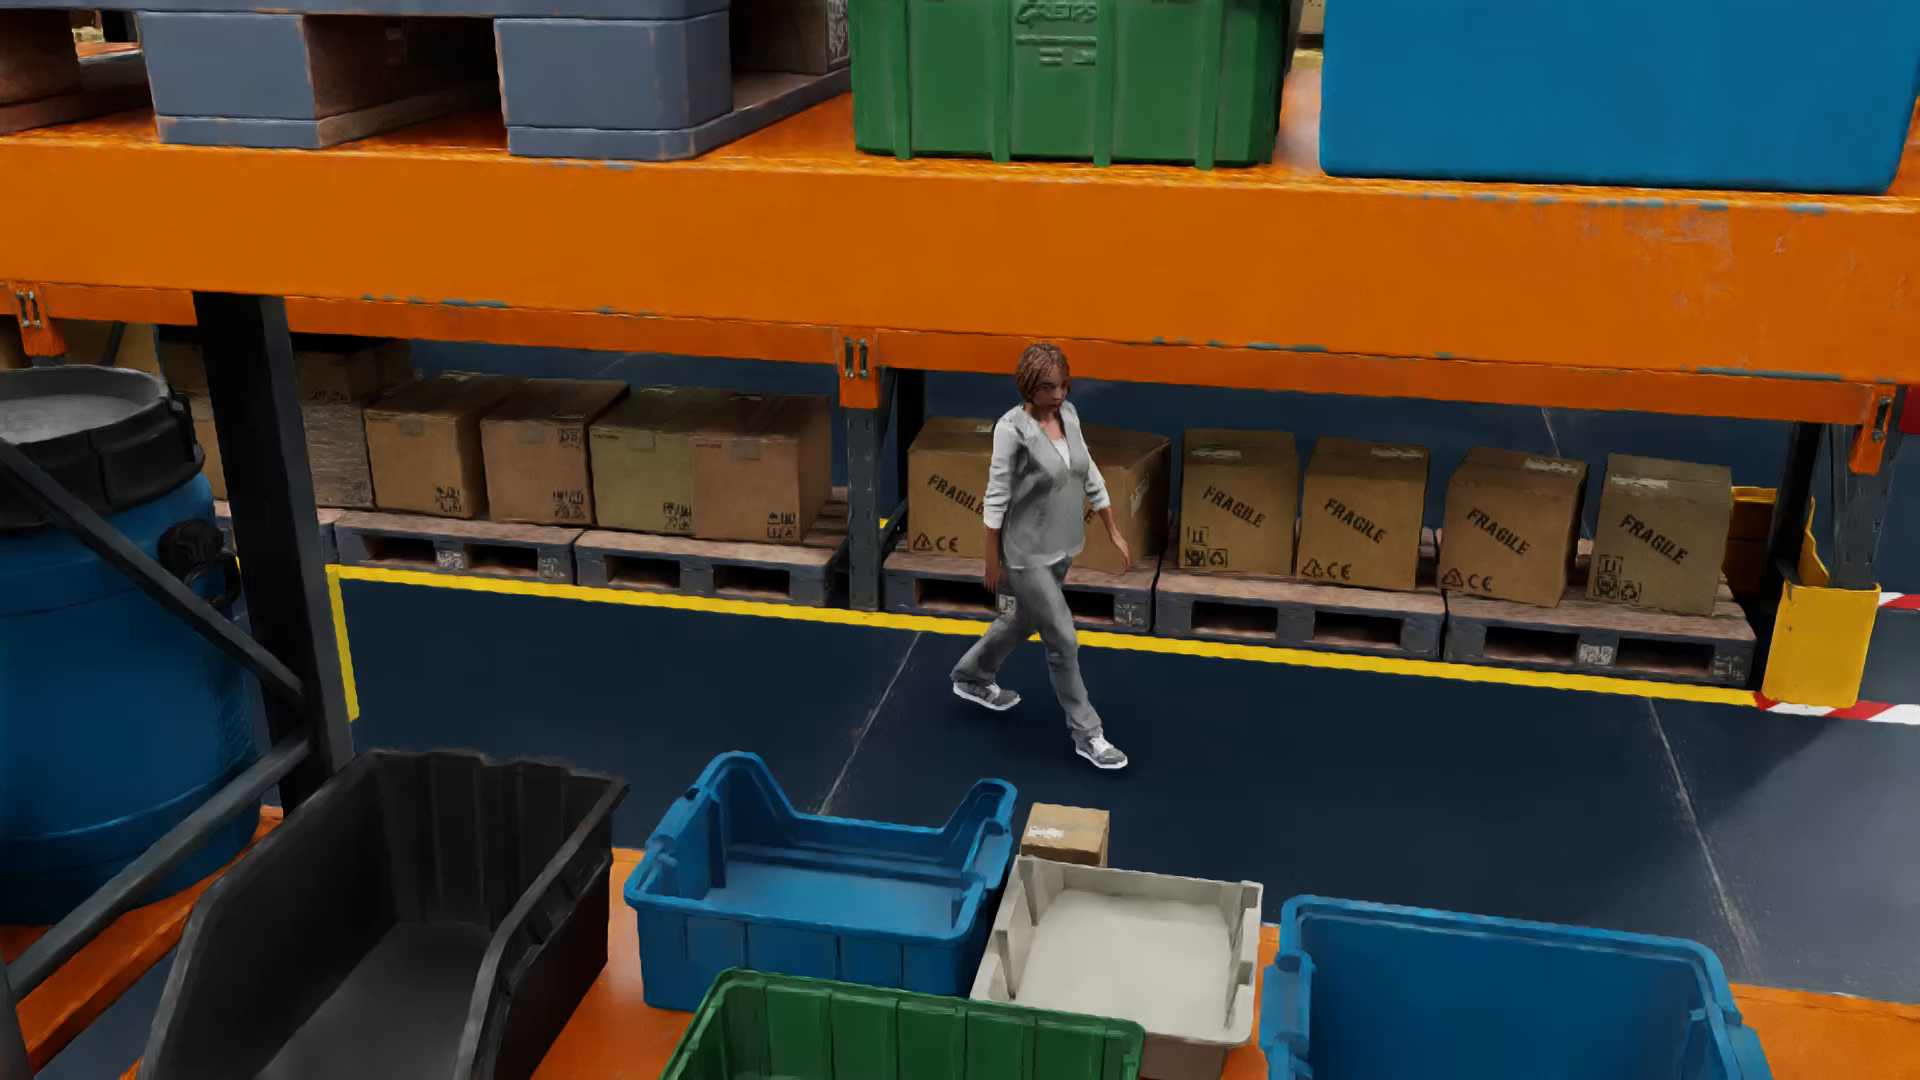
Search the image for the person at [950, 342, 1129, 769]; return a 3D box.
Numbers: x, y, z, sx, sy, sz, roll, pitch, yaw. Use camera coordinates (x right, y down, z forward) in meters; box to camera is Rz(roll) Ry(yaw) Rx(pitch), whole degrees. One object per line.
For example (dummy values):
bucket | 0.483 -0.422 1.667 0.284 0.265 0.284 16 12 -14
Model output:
person | -8.532 -1.885 4.854 13.928 5.979 28.449 17 28 36
